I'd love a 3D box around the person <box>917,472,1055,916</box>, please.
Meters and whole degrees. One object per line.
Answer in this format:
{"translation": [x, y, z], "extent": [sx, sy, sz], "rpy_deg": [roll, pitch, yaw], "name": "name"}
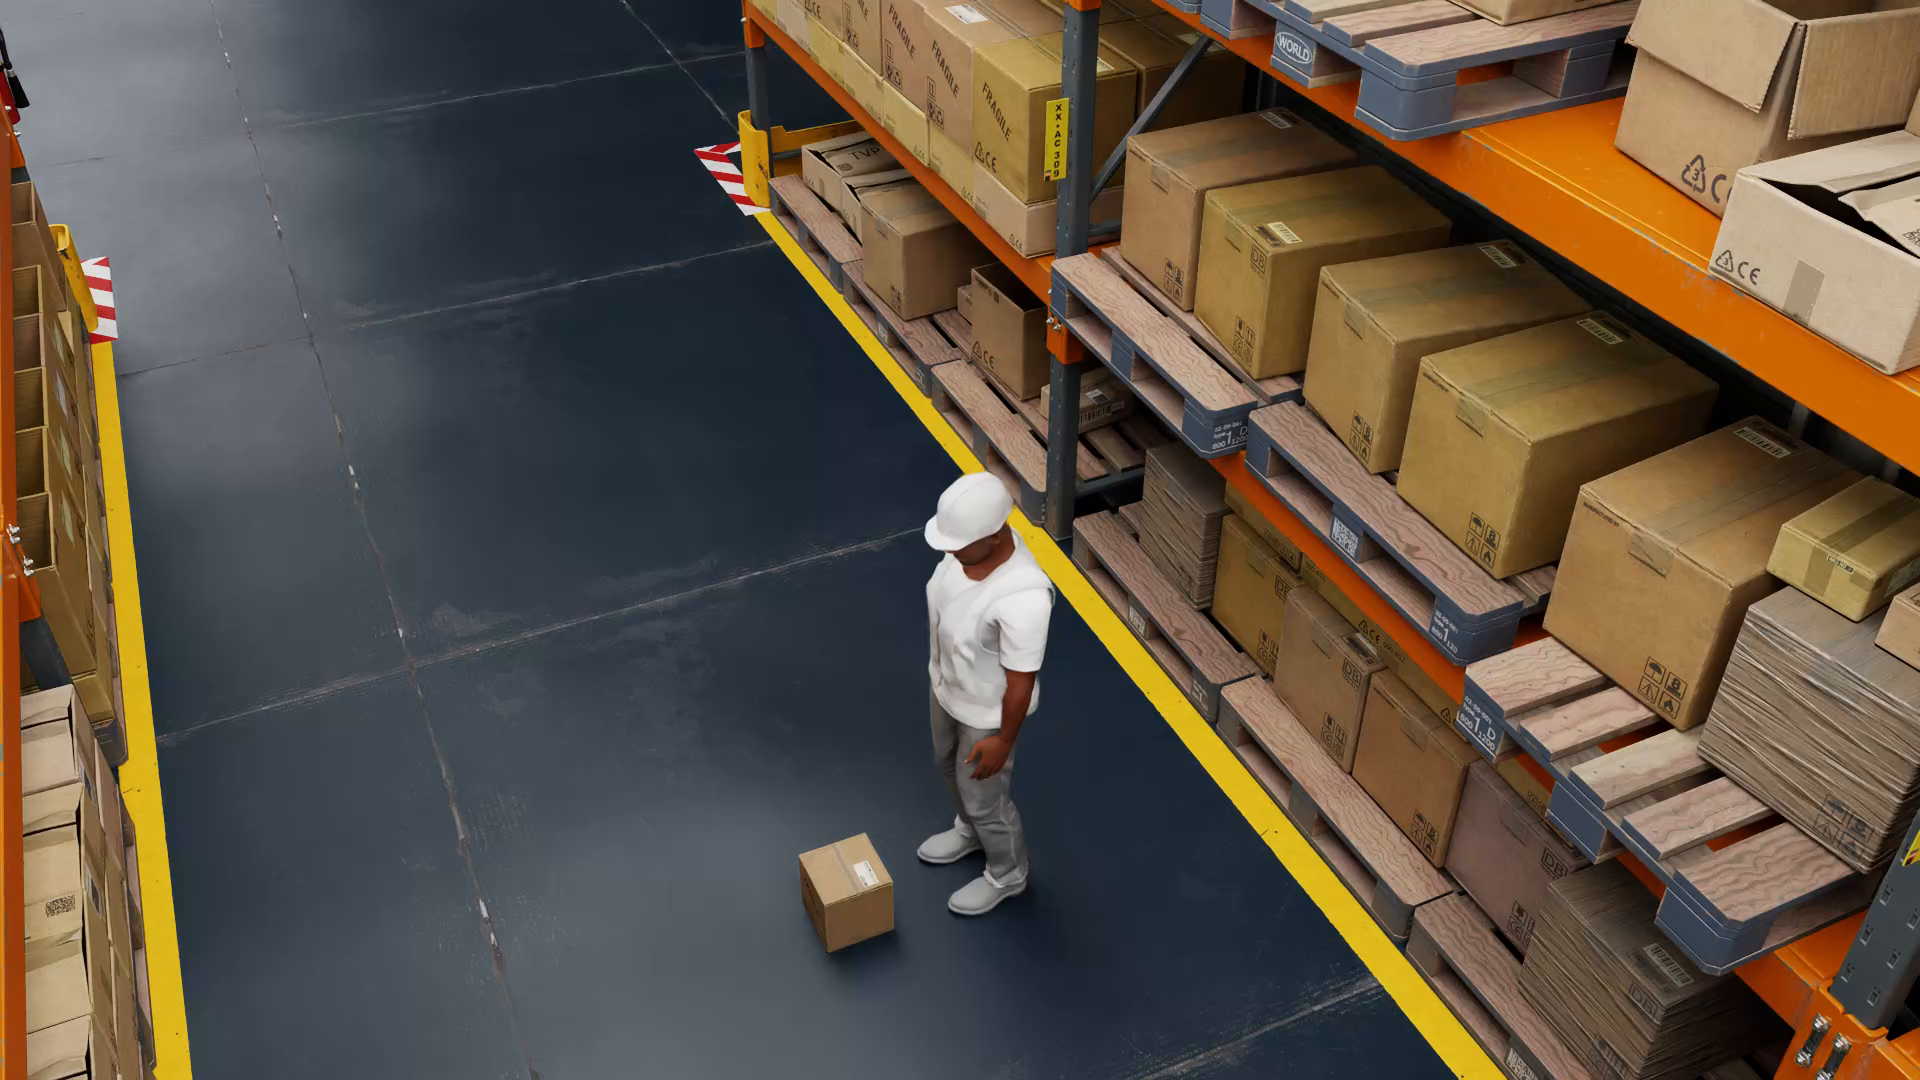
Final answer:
{"translation": [0.069, 0.508, 5.464], "extent": [0.373, 1.757, 0.569], "rpy_deg": [-15, 40, -19], "name": "person"}
